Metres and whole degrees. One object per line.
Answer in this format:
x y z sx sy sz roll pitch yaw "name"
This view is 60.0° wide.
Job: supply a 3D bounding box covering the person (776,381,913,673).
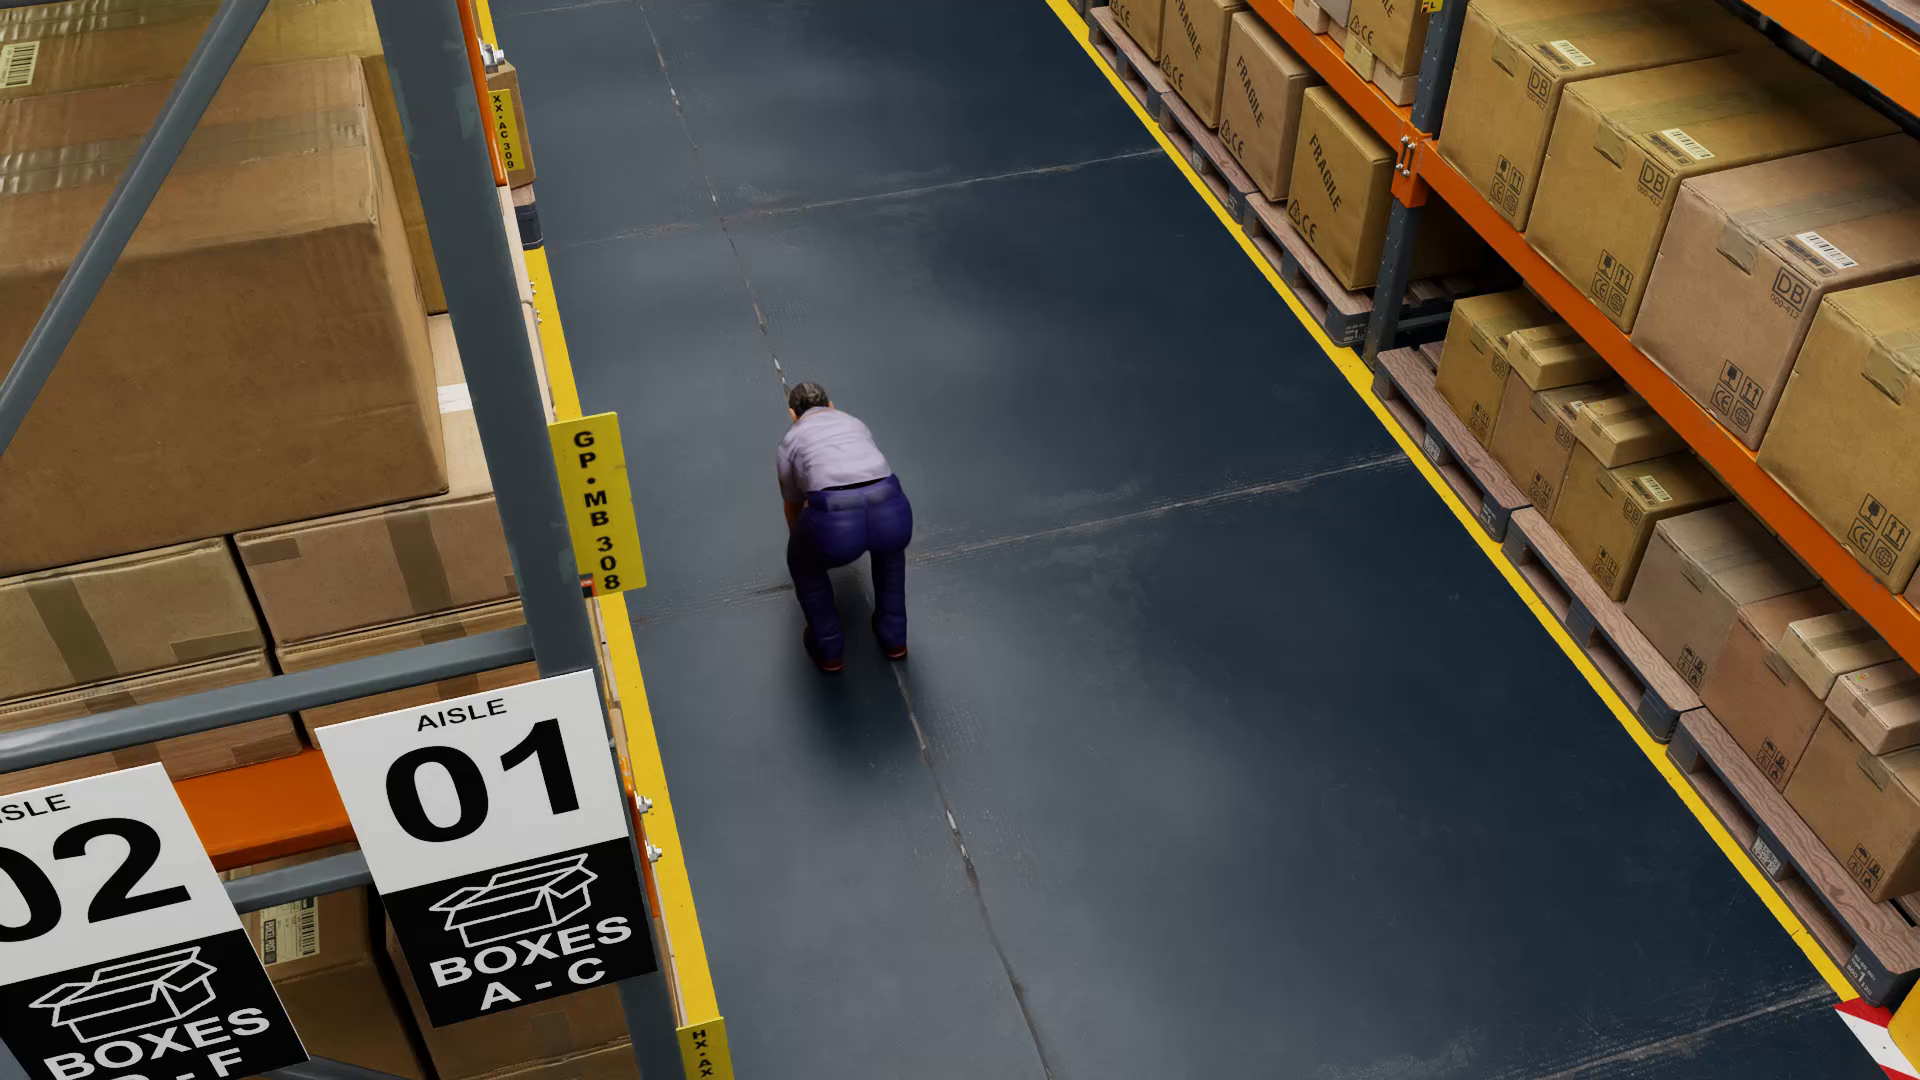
-0.491 -0.053 6.720 0.488 0.989 0.911 -14 44 -15 "person"
